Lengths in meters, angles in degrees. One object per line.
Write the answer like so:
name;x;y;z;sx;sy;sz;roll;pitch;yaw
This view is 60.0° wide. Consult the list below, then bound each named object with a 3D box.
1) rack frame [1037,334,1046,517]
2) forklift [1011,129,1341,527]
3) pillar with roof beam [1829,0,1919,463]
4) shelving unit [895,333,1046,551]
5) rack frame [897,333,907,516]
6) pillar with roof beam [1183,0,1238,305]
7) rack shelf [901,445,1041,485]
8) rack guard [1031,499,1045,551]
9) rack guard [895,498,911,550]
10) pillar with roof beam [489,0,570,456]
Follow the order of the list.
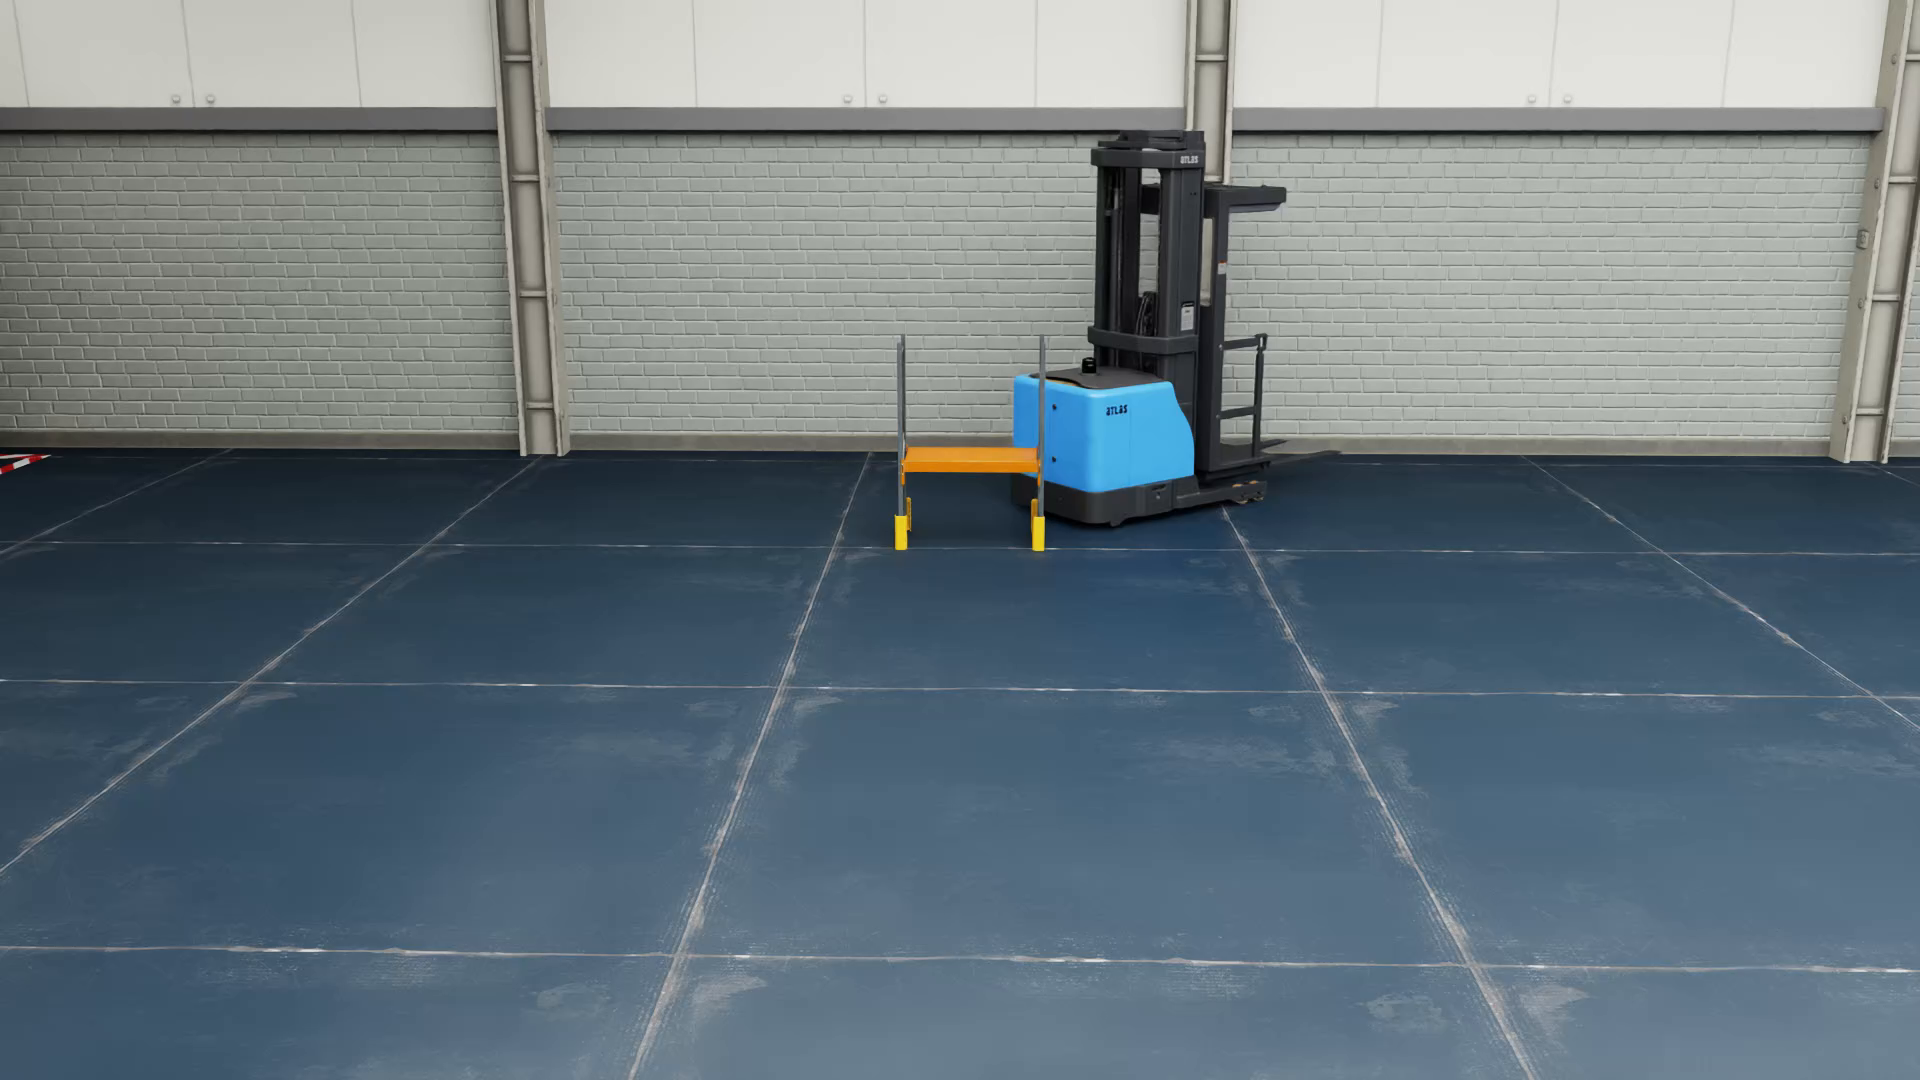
rack frame;0.593;-0.721;12.134;0.032;1.500;0.500;0;15;1
forklift;1.884;-1.799;13.413;3.031;2.935;1.130;-11;18;-36
pillar with roof beam;8.047;-3.986;9.809;0.400;9.000;9.100;0;15;1
shelving unit;0.076;-0.725;12.147;1.083;1.500;0.587;0;15;1
rack frame;-0.423;-0.728;12.159;0.032;1.500;0.500;0;15;1
pillar with roof beam;2.049;-4.025;9.957;0.400;9.000;9.100;0;15;1
rack shelf;0.085;-0.551;12.192;1.000;0.185;0.538;0;15;1
rack guard;0.574;-0.117;12.294;0.087;0.250;0.587;0;15;1
rack guard;-0.422;-0.124;12.319;0.087;0.250;0.587;0;15;1
pillar with roof beam;-3.949;-4.064;10.106;0.400;9.000;9.100;0;15;1
